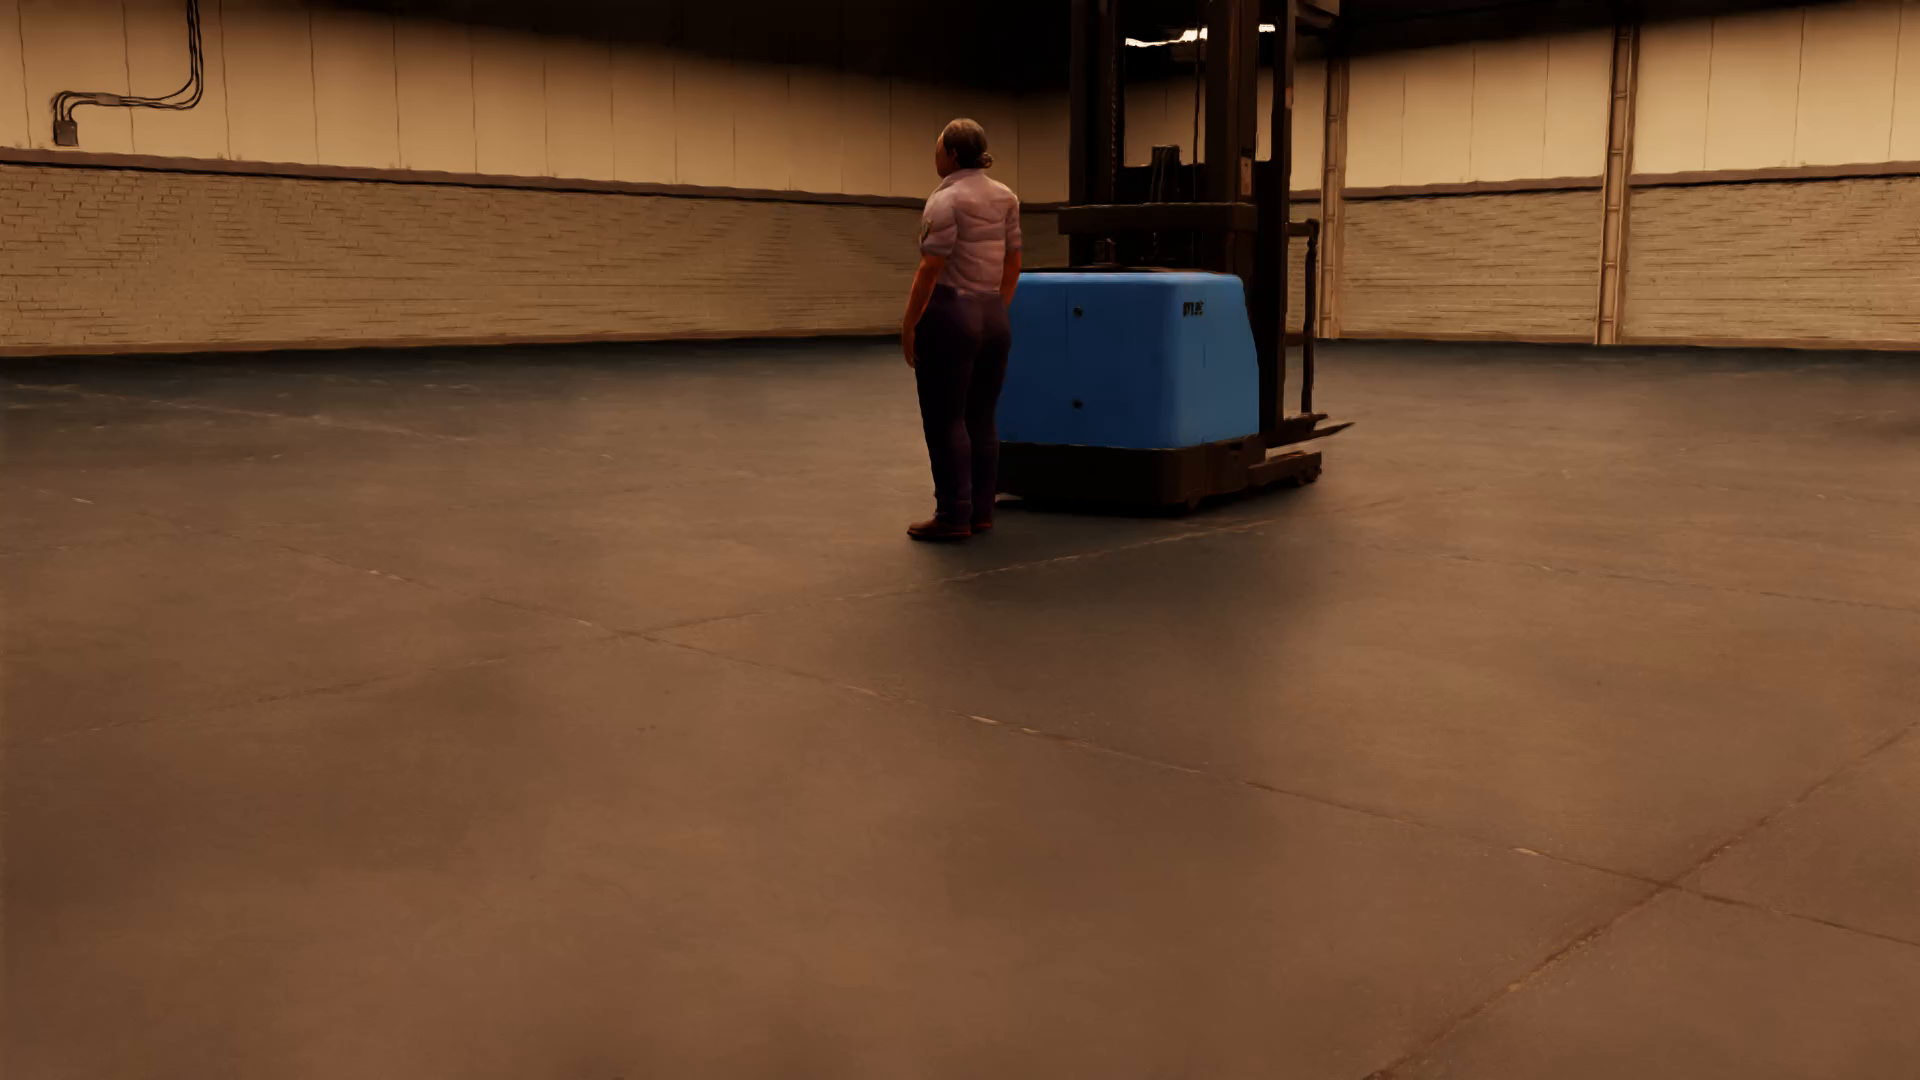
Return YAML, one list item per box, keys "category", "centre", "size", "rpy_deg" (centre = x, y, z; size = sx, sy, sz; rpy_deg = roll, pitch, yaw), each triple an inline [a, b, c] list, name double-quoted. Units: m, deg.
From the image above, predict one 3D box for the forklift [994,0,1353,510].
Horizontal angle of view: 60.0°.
- category: "forklift"
  centre: [1.257, -1.762, 8.578]
  size: [1.130, 2.935, 3.031]
  rpy_deg: [5, 10, 31]

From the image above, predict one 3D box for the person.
- category: "person"
  centre: [-0.049, -0.834, 6.671]
  size: [0.502, 1.650, 0.599]
  rpy_deg: [8, 12, 43]
